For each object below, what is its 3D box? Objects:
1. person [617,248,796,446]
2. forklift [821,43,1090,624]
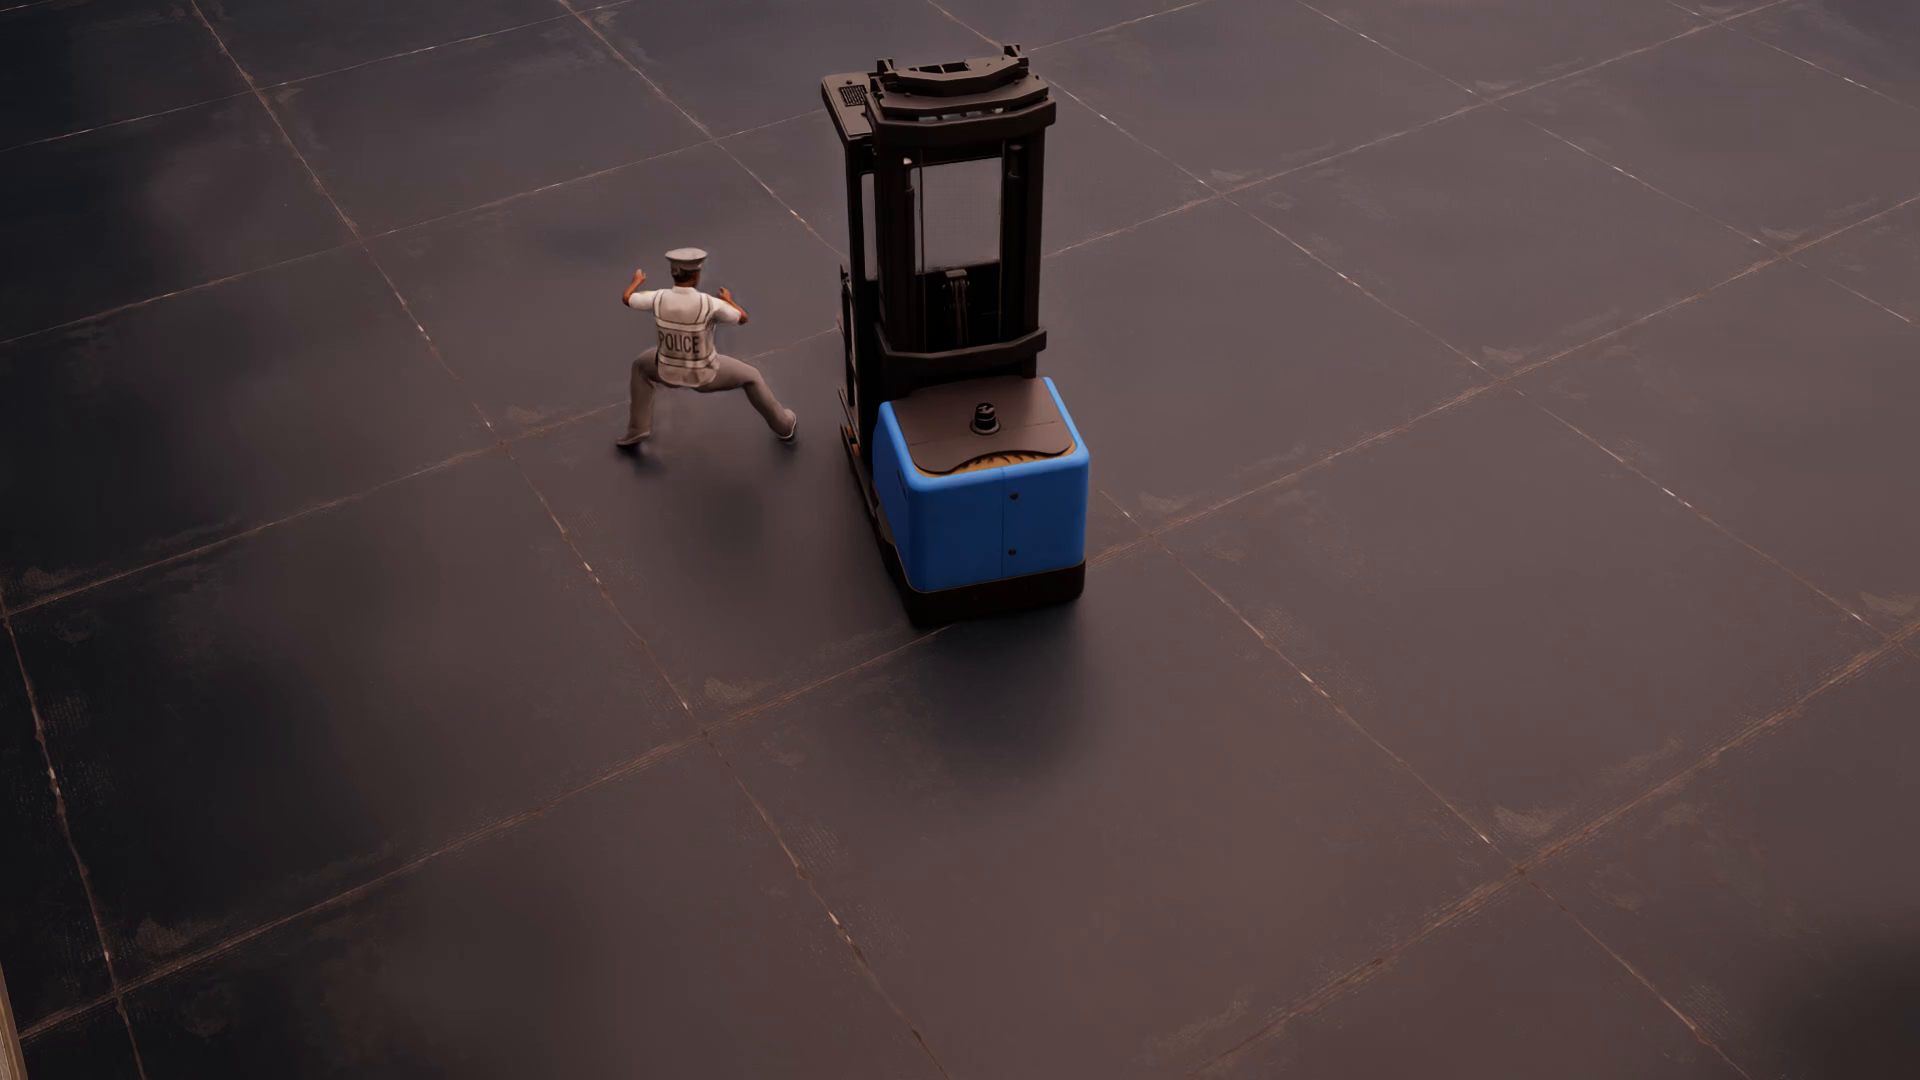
[{"bbox_3d":[-1.654,-1.208,10.409,1.113,1.459,0.656,6,42,7],"label":"person"},{"bbox_3d":[-0.143,-1.610,9.713,1.130,2.935,3.031,-10,42,-11],"label":"forklift"}]
